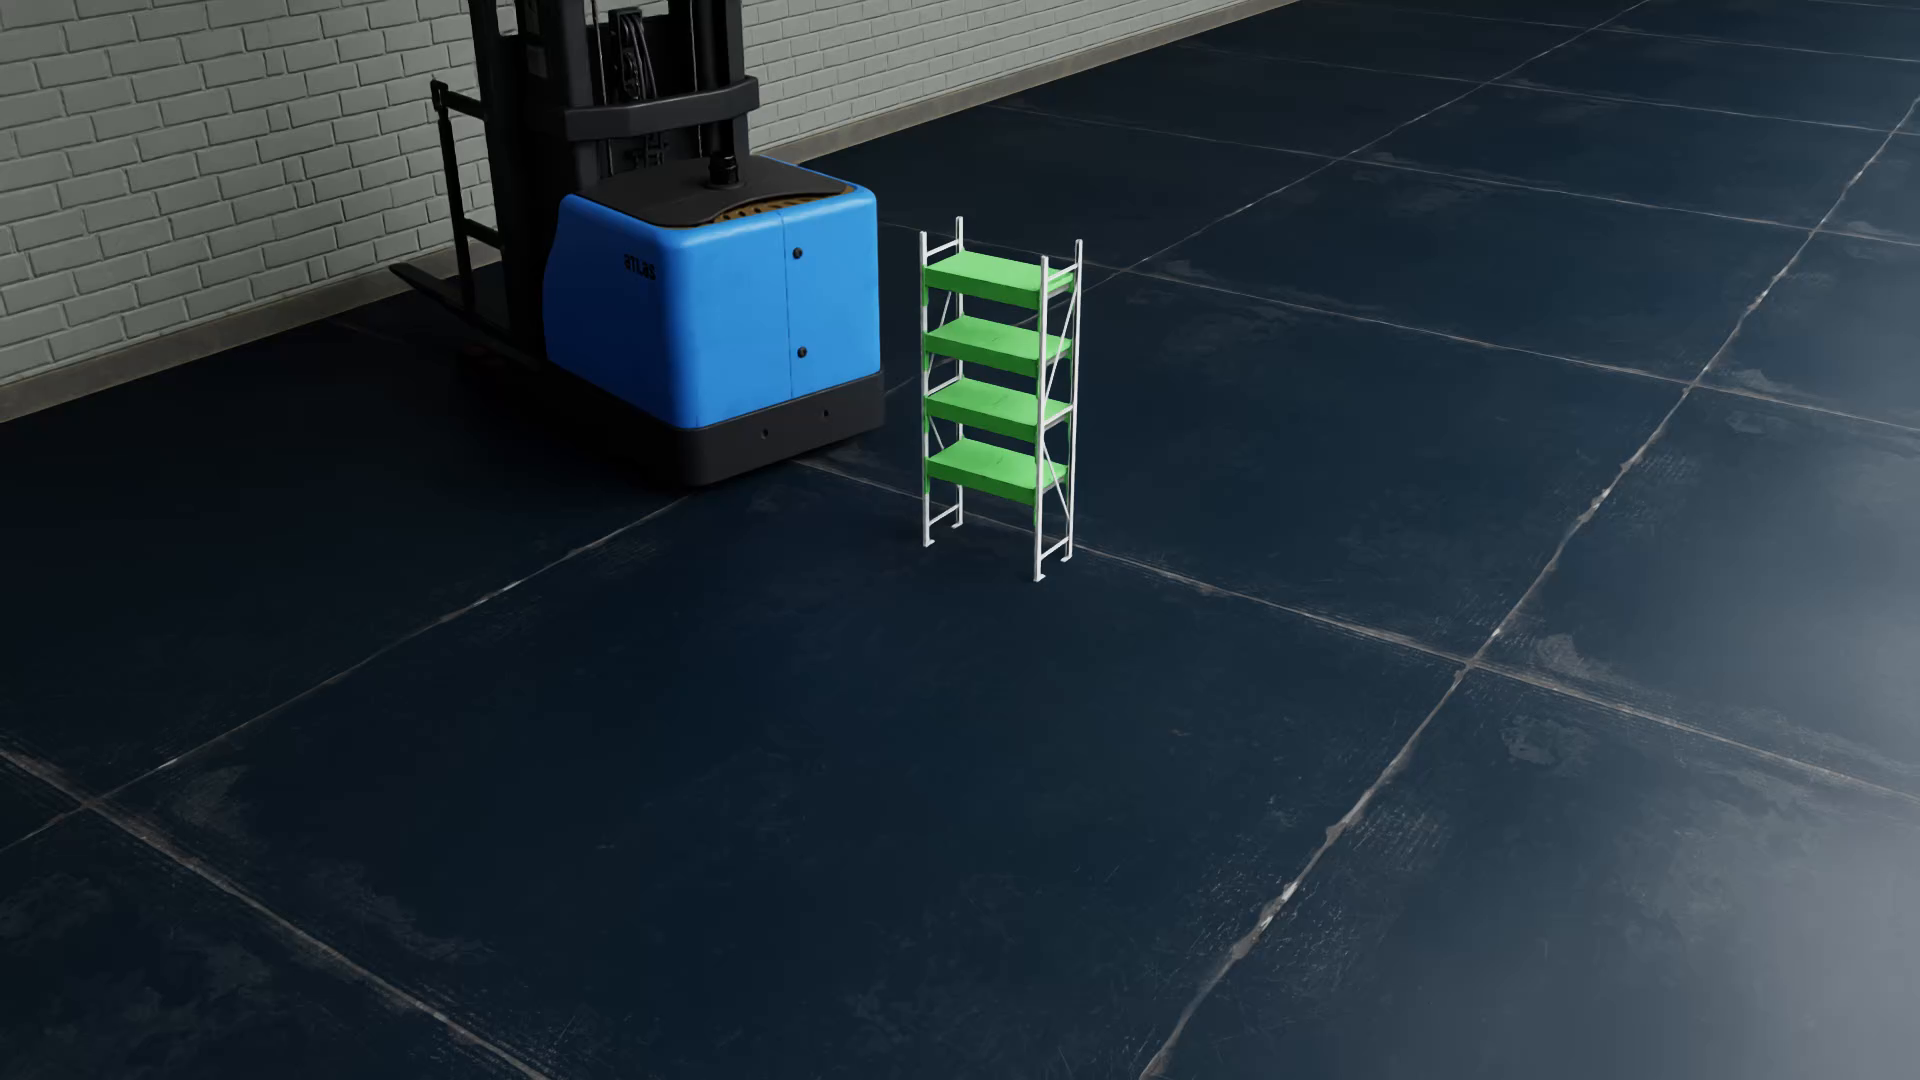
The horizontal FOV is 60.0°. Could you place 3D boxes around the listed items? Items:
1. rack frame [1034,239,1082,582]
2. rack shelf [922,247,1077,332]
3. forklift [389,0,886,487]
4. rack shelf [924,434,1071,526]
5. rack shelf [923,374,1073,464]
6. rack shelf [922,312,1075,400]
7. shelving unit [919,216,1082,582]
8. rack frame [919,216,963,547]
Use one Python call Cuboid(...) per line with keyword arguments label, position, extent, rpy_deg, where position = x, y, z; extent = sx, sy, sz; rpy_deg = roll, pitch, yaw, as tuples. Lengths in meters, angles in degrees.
Cuboid(label="rack frame", position=(0.338, -0.430, 5.771), extent=(0.015, 1.200, 0.240), rpy_deg=(17, 32, 30))
Cuboid(label="rack shelf", position=(0.136, -0.863, 5.706), extent=(0.480, 0.148, 0.258), rpy_deg=(17, 32, 30))
Cuboid(label="forklift", position=(-1.673, -2.101, 7.147), extent=(1.130, 2.935, 3.031), rpy_deg=(-22, 34, -36))
Cuboid(label="rack shelf", position=(0.136, -0.221, 6.032), extent=(0.480, 0.148, 0.258), rpy_deg=(17, 32, 30))
Cuboid(label="rack shelf", position=(0.136, -0.435, 5.923), extent=(0.480, 0.148, 0.258), rpy_deg=(17, 32, 30))
Cuboid(label="rack shelf", position=(0.136, -0.649, 5.814), extent=(0.480, 0.148, 0.258), rpy_deg=(17, 32, 30))
Cuboid(label="shelving unit", position=(0.136, -0.492, 5.894), extent=(0.503, 1.200, 0.258), rpy_deg=(17, 32, 30))
Cuboid(label="rack frame", position=(-0.065, -0.555, 6.017), extent=(0.015, 1.200, 0.240), rpy_deg=(17, 32, 30))
